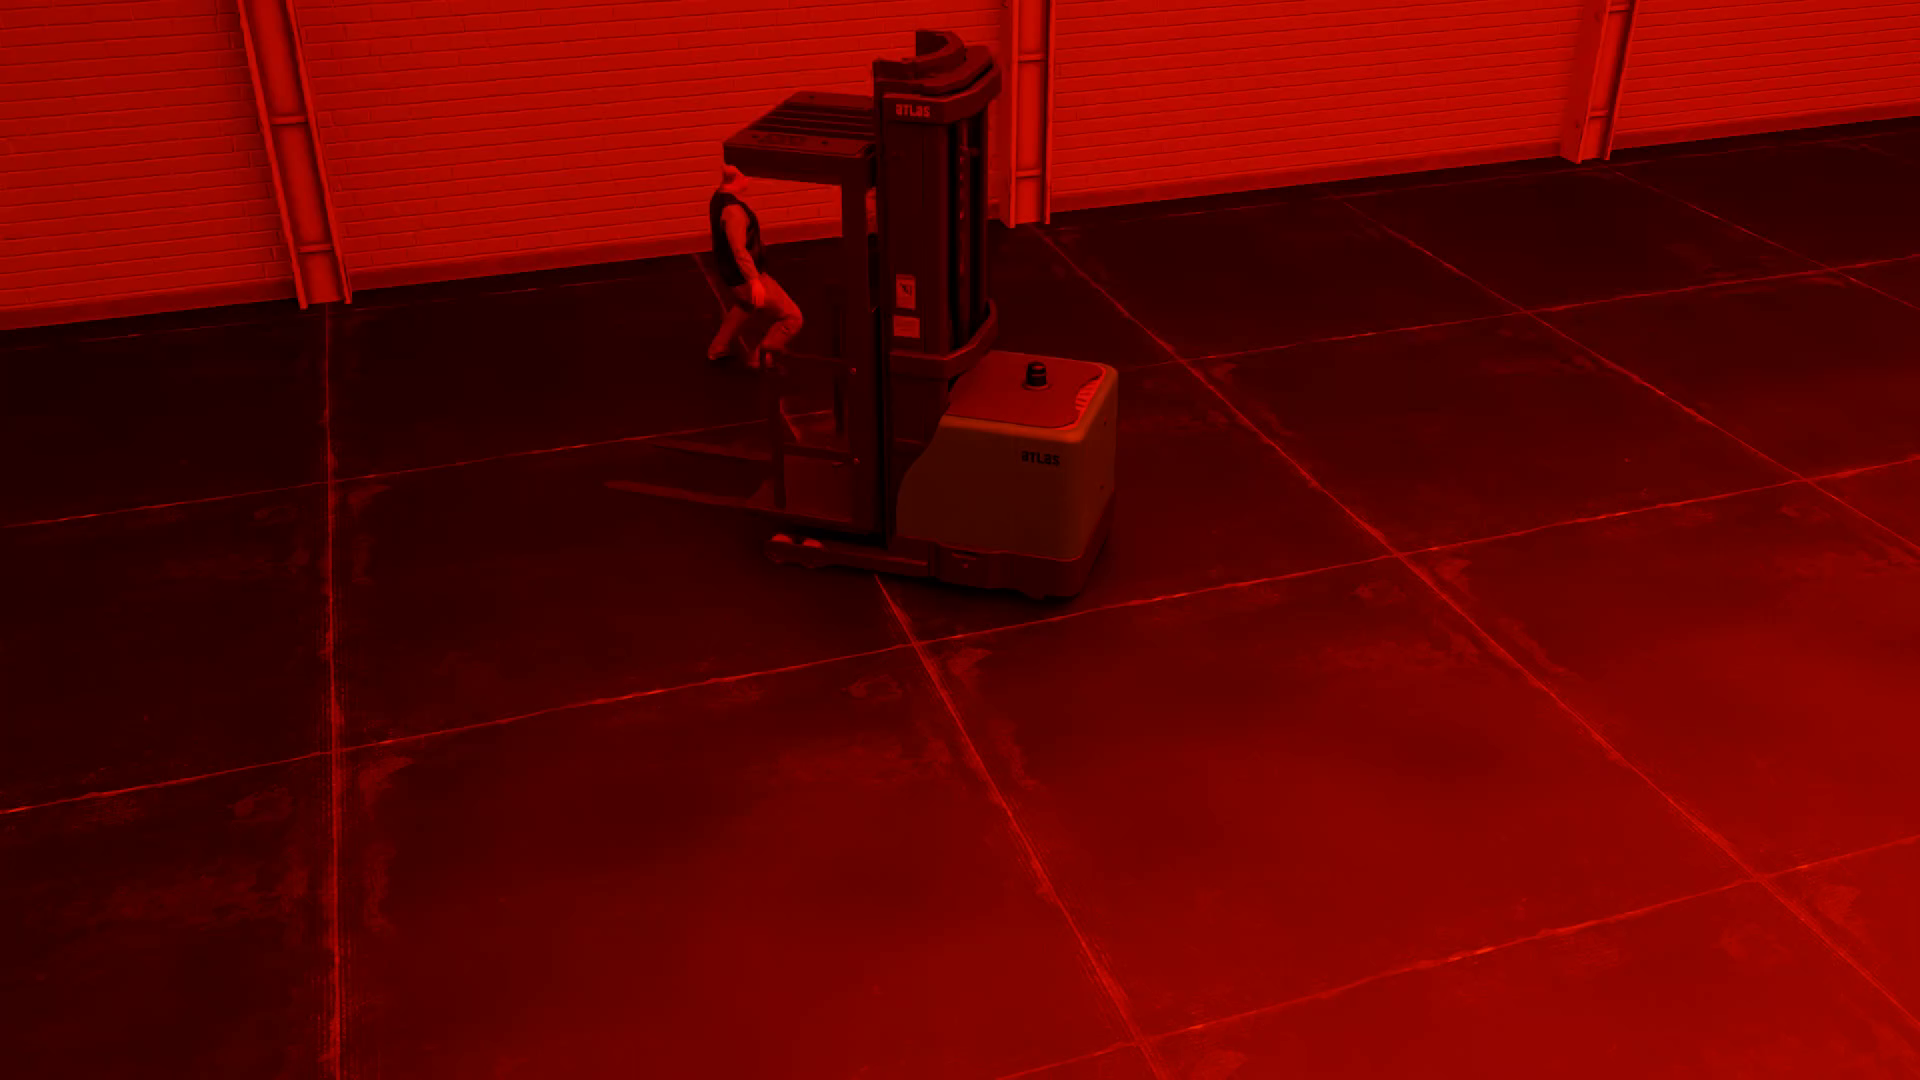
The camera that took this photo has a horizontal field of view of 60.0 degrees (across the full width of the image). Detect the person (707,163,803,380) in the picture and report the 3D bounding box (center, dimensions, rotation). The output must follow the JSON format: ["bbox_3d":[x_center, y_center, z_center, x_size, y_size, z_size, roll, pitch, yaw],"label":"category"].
[{"bbox_3d":[-1.497,-1.918,11.774,0.633,1.608,0.925,-8,31,-14],"label":"person"}]

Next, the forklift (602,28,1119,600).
[{"bbox_3d":[-0.643,-1.346,9.426,3.031,2.935,1.130,9,31,15],"label":"forklift"}]
